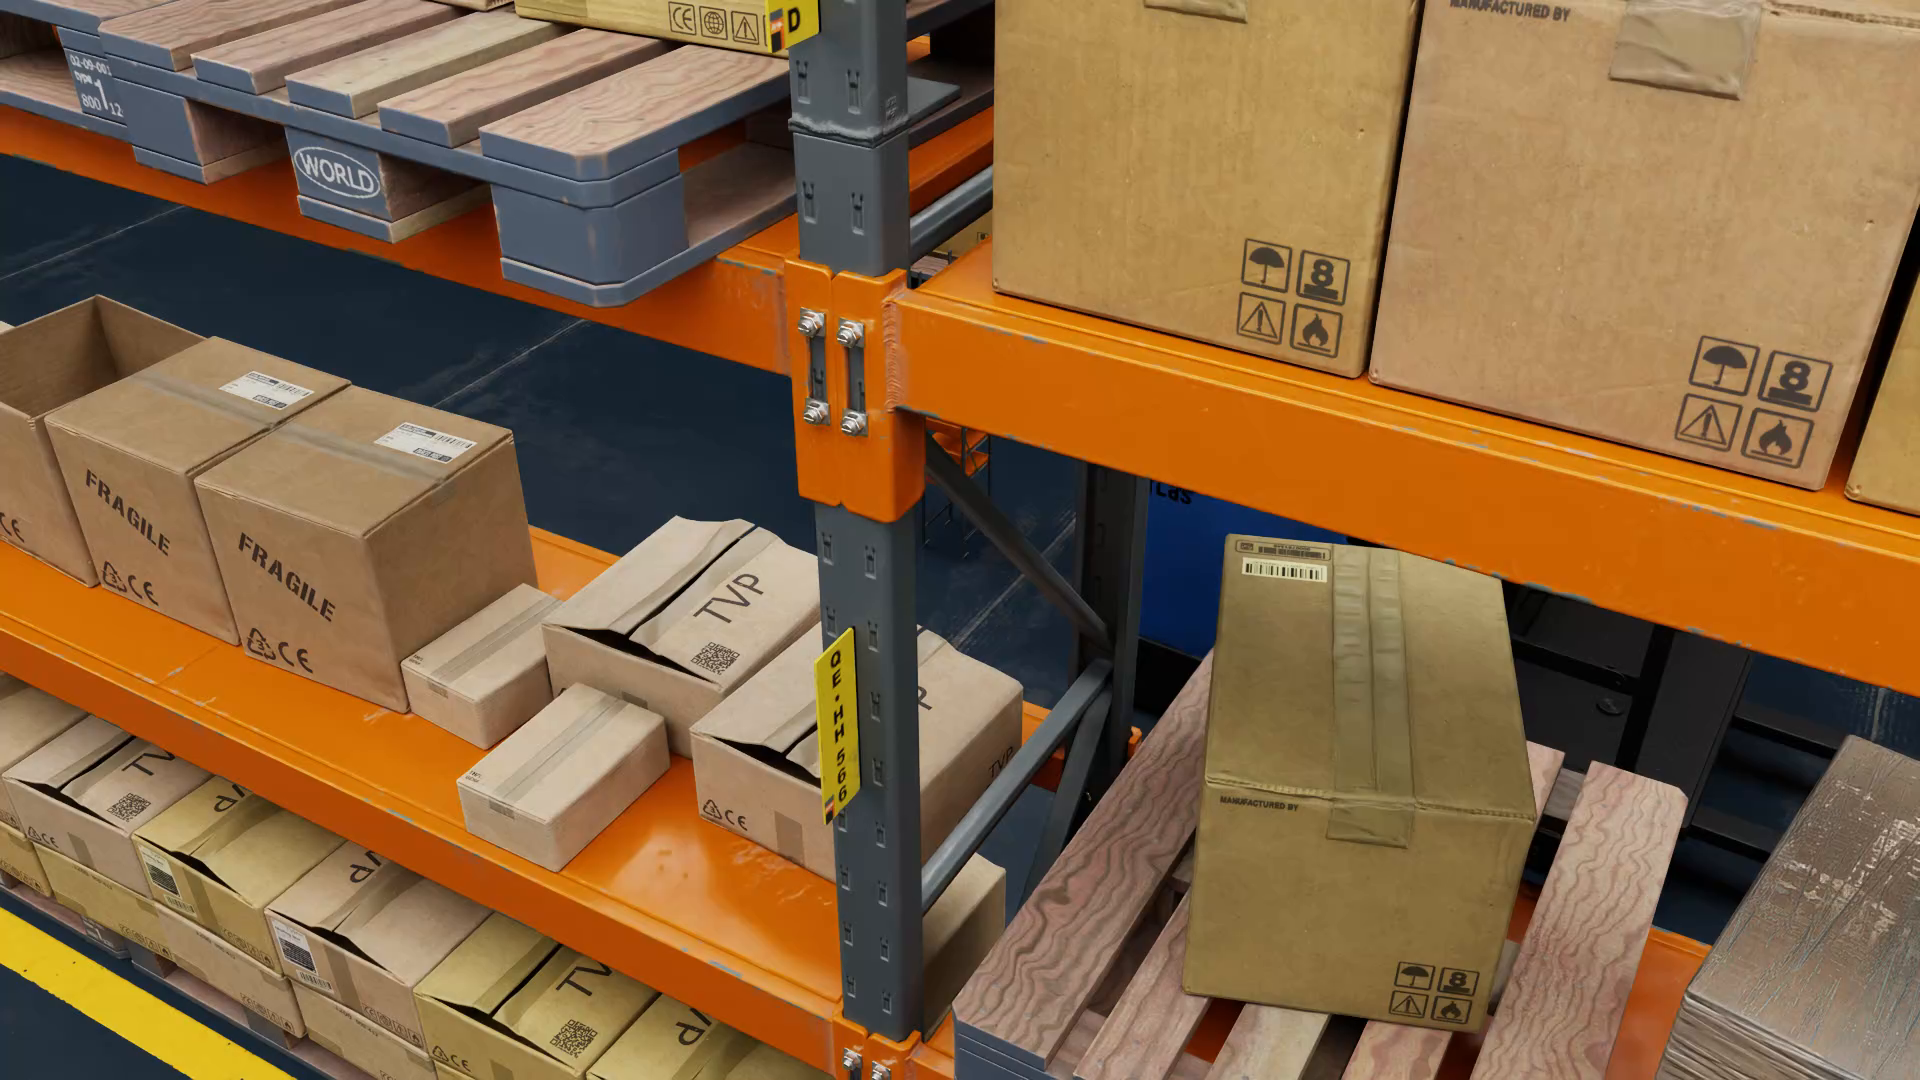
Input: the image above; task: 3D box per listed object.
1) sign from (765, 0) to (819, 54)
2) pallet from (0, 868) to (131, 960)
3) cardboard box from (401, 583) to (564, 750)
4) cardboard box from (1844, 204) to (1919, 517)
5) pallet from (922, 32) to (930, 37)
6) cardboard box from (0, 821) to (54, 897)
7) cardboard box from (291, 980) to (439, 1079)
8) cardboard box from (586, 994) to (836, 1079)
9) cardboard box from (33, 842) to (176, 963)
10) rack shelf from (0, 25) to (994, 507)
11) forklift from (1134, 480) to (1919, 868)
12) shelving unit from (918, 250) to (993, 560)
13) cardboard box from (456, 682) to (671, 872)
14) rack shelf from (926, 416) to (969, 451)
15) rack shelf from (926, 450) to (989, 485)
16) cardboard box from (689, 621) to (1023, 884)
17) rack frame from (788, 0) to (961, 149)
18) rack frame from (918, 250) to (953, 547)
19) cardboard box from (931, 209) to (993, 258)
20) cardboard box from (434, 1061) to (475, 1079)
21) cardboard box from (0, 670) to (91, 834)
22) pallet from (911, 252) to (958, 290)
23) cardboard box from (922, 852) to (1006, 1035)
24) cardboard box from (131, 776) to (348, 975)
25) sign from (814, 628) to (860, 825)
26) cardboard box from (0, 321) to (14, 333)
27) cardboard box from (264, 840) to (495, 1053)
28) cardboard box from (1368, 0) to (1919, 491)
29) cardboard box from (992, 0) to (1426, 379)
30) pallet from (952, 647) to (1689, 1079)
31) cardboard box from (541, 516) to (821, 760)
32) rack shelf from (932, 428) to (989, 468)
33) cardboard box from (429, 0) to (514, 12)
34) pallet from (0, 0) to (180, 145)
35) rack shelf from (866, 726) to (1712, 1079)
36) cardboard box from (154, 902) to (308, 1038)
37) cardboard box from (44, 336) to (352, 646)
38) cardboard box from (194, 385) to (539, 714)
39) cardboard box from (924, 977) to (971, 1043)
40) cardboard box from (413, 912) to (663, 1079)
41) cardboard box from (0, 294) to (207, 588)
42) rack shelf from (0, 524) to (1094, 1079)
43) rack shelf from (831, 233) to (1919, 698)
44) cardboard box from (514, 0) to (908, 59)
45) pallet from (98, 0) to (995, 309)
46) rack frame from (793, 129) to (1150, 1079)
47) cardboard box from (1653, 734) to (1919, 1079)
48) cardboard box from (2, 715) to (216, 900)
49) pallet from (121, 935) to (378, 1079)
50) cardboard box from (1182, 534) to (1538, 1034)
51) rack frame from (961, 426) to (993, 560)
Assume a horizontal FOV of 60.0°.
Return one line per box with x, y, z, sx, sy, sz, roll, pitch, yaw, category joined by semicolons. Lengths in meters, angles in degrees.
-0.198;-0.727;1.892;0.005;0.325;0.100;18;37;24;sign
-2.729;0.749;5.435;1.213;0.211;1.003;18;37;24;pallet
-1.050;0.286;3.842;0.250;0.149;0.380;21;39;28;cardboard box
1.375;-0.399;1.846;0.500;0.500;0.910;18;37;24;cardboard box
-0.342;-2.620;8.152;1.213;0.211;1.003;18;37;24;pallet
-2.718;0.746;5.026;0.500;0.250;0.500;19;38;26;cardboard box
-1.377;1.167;4.393;0.500;0.250;0.500;18;38;25;cardboard box
-0.492;1.215;3.815;0.500;0.311;0.500;19;38;26;cardboard box
-2.267;0.887;4.814;0.500;0.250;0.500;16;37;23;cardboard box
-1.652;-0.995;3.480;4.000;0.370;1.077;18;37;24;rack shelf
2.007;-0.476;4.820;3.031;2.935;1.130;20;38;27;forklift
-0.013;-0.503;6.423;0.189;1.200;0.258;18;37;24;shelving unit
-0.833;0.495;3.527;0.250;0.149;0.380;18;37;24;cardboard box
-0.013;-0.466;6.448;0.180;0.103;0.258;18;37;24;rack shelf
-0.013;-0.267;6.581;0.180;0.103;0.258;18;37;24;rack shelf
-0.209;0.421;3.492;0.500;0.311;0.500;20;39;27;cardboard box
0.085;-1.992;1.623;0.127;3.000;1.000;18;37;24;rack frame
-0.092;-0.529;6.461;0.006;1.200;0.240;18;37;24;rack frame
0.187;-1.811;8.621;0.500;0.500;0.700;17;37;23;cardboard box
-0.942;1.307;4.183;0.500;0.250;0.500;17;37;24;cardboard box
-2.721;0.515;4.867;0.500;0.311;0.500;17;37;24;cardboard box
-0.257;-1.606;8.972;1.213;0.211;1.003;18;37;24;pallet
-0.224;0.955;4.205;0.500;0.311;0.500;19;38;26;cardboard box
-1.817;0.796;4.444;0.500;0.311;0.500;19;38;26;cardboard box
-0.188;0.291;2.563;0.005;0.325;0.100;18;37;24;sign
-2.939;-0.419;4.808;0.500;0.250;0.500;20;39;27;cardboard box
-1.383;0.935;4.235;0.500;0.311;0.500;17;37;24;cardboard box
0.923;-0.542;2.060;0.500;0.500;0.910;18;37;24;cardboard box
0.480;-0.682;2.271;0.500;0.500;0.910;18;37;24;cardboard box
0.708;0.737;3.110;1.003;0.211;1.213;18;37;24;pallet
-0.596;0.203;3.820;0.500;0.311;0.500;17;37;24;cardboard box
-0.013;-0.367;6.515;0.180;0.103;0.258;18;37;24;rack shelf
-0.801;-1.089;2.730;0.500;0.250;0.500;19;38;26;cardboard box
-1.521;-1.115;3.182;1.213;0.211;1.003;19;38;27;pallet
1.821;1.354;2.659;4.000;0.370;1.077;18;37;24;rack shelf
-1.825;1.027;4.603;0.500;0.250;0.500;18;38;25;cardboard box
-1.837;-0.135;4.157;0.500;0.500;0.500;18;38;24;cardboard box
-1.380;0.009;3.939;0.500;0.500;0.500;16;37;22;cardboard box
-0.224;1.189;4.360;0.500;0.250;0.500;17;37;24;cardboard box
-0.947;1.076;4.025;0.500;0.311;0.500;17;37;24;cardboard box
-2.272;-0.273;4.364;0.500;0.500;0.500;20;39;28;cardboard box
-1.652;0.254;4.311;4.000;0.370;1.077;18;37;24;rack shelf
1.821;0.106;1.828;4.000;0.370;1.077;18;37;24;rack shelf
-0.337;-0.954;2.526;0.500;0.250;0.500;15;36;21;cardboard box
-0.549;-0.809;2.723;1.003;0.211;1.213;19;38;27;pallet
0.085;0.505;3.286;0.127;3.000;1.000;18;37;24;rack frame
1.387;0.751;2.448;0.500;0.500;0.700;25;41;33;cardboard box
-2.271;0.656;4.654;0.500;0.311;0.500;16;37;23;cardboard box
-1.666;1.084;4.932;1.213;0.211;1.003;18;37;24;pallet
0.687;0.407;2.963;0.500;0.500;0.700;6;34;9;cardboard box
0.067;-0.478;6.386;0.006;1.200;0.240;18;37;24;rack frame
